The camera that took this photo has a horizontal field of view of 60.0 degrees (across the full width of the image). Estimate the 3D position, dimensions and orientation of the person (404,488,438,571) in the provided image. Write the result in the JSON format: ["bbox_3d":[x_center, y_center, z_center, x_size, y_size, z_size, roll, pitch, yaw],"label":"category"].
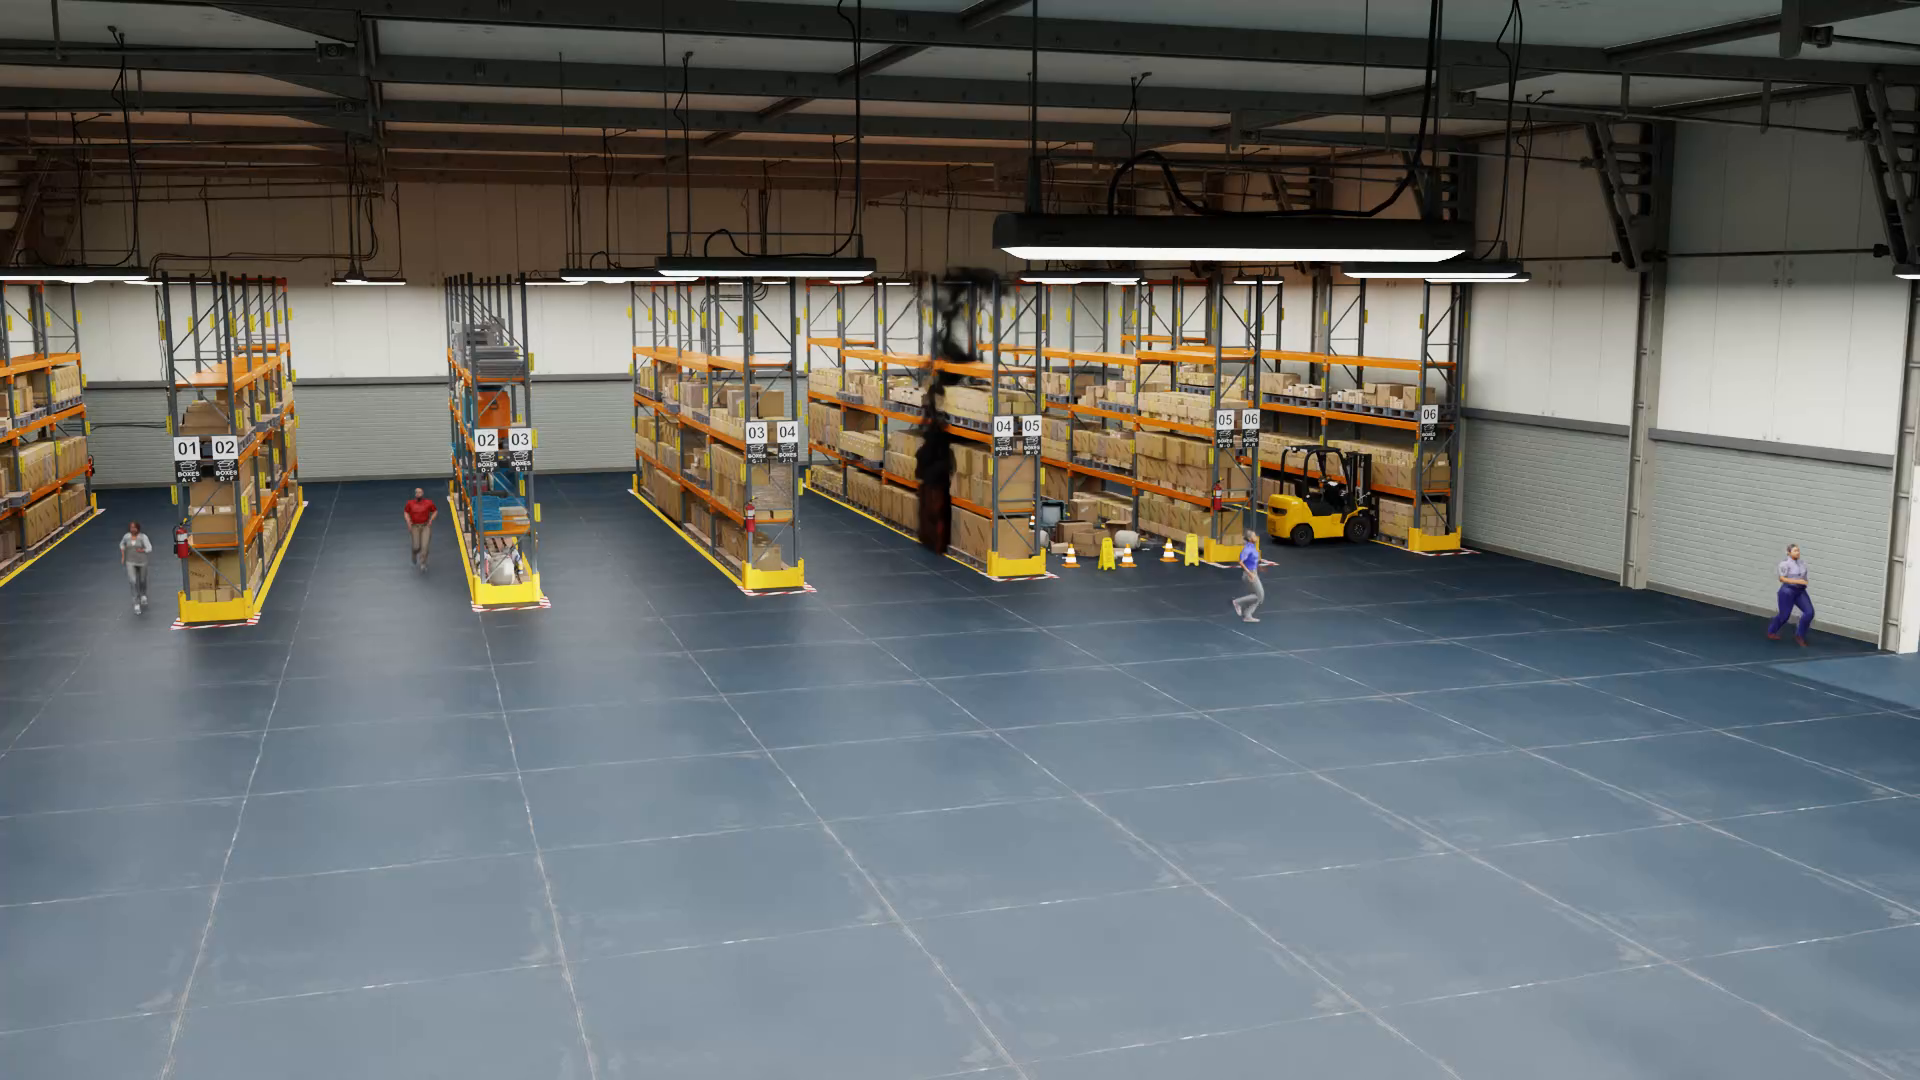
[{"bbox_3d":[-11.040,-0.235,34.100,0.653,1.700,0.647,-3,9,-16],"label":"person"}]

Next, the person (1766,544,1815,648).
[{"bbox_3d":[13.459,0.898,26.897,0.608,1.683,0.733,-3,9,-18],"label":"person"}]

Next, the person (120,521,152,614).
[{"bbox_3d":[-14.675,0.449,29.660,0.520,1.612,0.855,-4,9,-23],"label":"person"}]

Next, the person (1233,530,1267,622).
[{"bbox_3d":[5.002,0.625,28.648,0.561,1.603,0.574,3,9,16],"label":"person"}]

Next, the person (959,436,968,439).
[{"bbox_3d":[0.205,-2.811,51.360,0.564,1.602,0.659,-2,9,-15],"label":"person"}]
